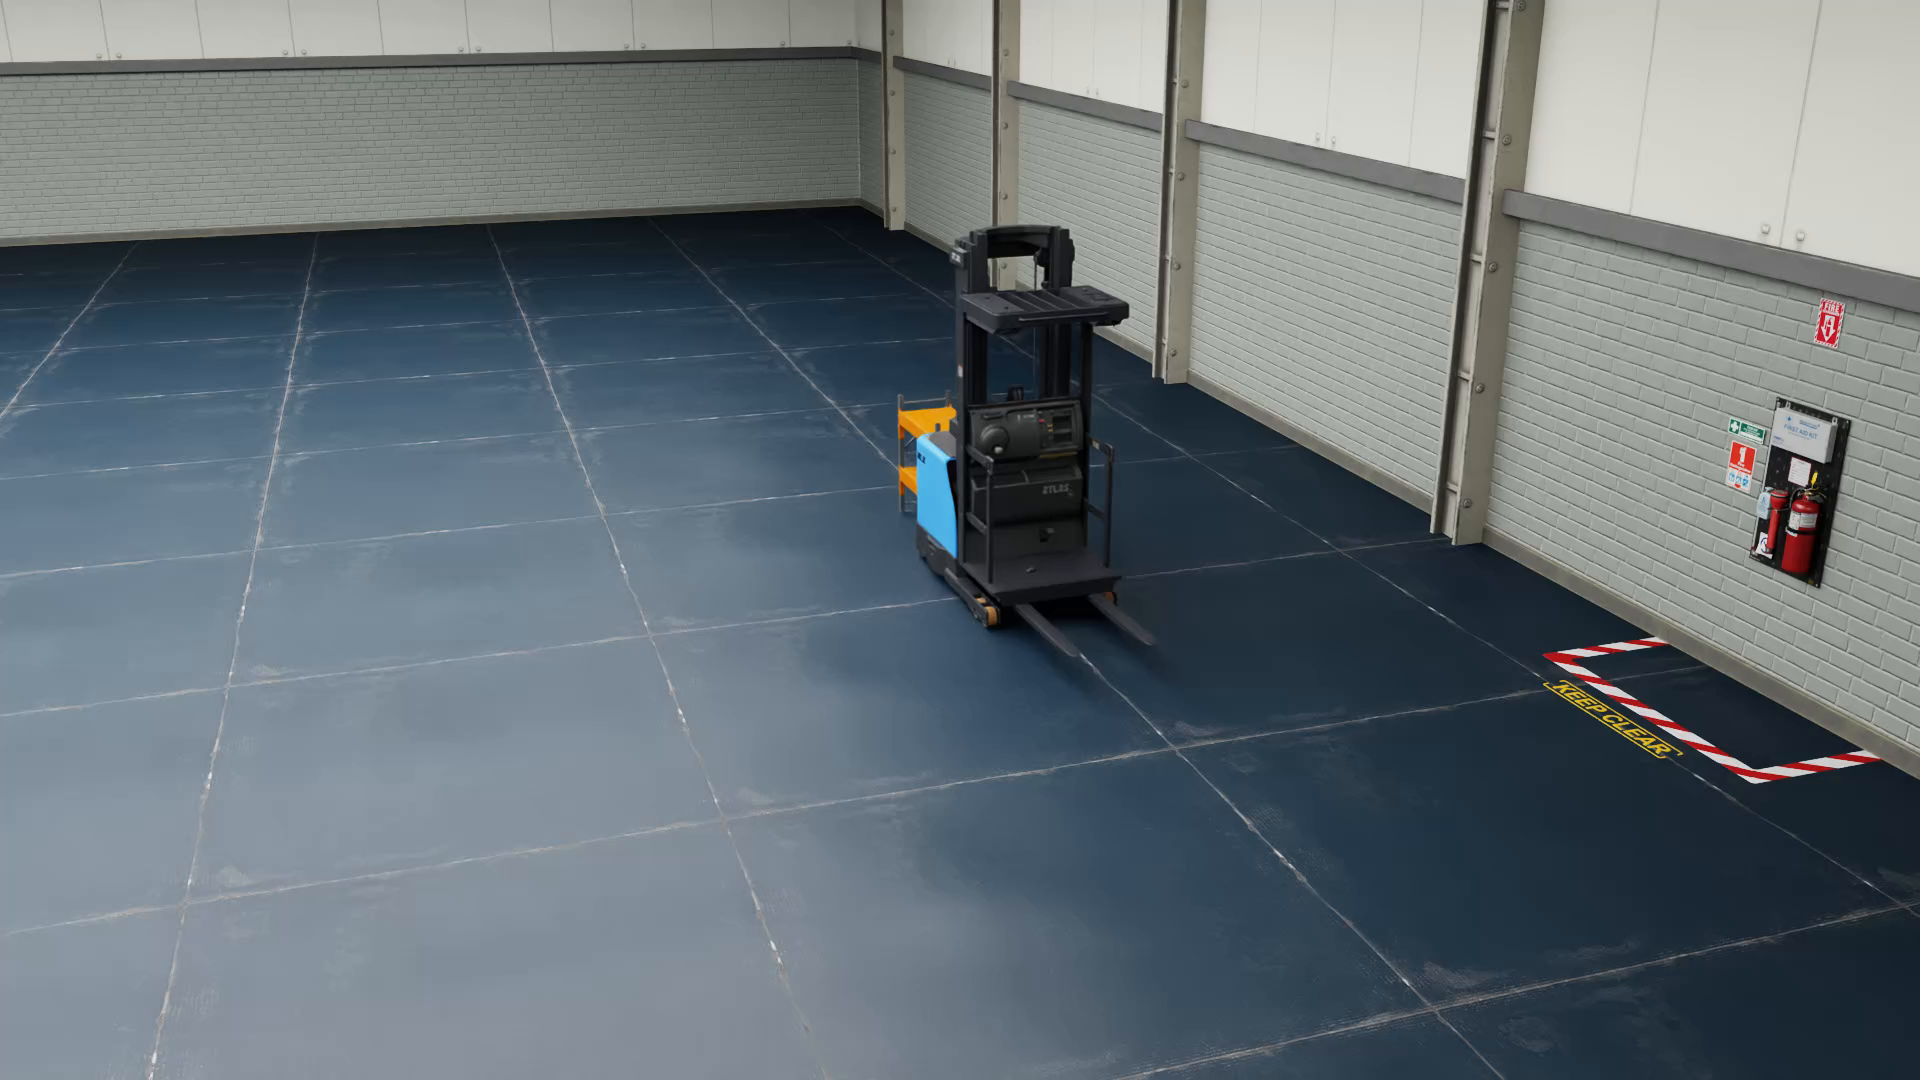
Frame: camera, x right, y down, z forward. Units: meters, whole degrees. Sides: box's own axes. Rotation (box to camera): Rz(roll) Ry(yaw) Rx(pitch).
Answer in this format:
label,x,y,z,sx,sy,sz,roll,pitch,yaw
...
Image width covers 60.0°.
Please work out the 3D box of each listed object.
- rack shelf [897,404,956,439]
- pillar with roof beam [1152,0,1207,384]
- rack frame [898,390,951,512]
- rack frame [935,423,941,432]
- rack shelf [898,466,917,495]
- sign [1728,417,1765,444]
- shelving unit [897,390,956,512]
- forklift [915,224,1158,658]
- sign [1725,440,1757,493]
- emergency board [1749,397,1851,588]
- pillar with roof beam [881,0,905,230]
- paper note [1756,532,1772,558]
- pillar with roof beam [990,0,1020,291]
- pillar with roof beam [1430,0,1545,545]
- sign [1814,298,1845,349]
label,x,y,z,sx,sy,sz,roll,pitch,yaw
rack shelf,-0.151,-0.934,14.862,0.538,0.278,1.000,-7,21,-19
pillar with roof beam,-1.527,-5.734,17.442,9.100,9.000,0.400,-6,21,-17
rack frame,-0.326,-0.820,15.410,0.500,1.125,0.032,-7,21,-19
rack frame,0.024,-0.497,14.512,0.500,1.125,0.032,-7,21,-19
rack shelf,-0.151,-0.429,15.044,0.538,0.278,1.000,-7,21,-19
sign,5.508,-0.766,11.650,0.001,0.109,0.331,-6,21,-17
shelving unit,-0.151,-0.659,14.961,0.538,1.125,1.048,-7,21,-19
forklift,0.598,-0.858,12.843,1.130,2.935,3.031,-7,21,-19
sign,5.515,-0.519,11.746,0.001,0.329,0.234,-6,21,-17
emergency board,5.591,-0.314,11.228,0.194,1.169,0.643,-6,21,-17
pillar with roof beam,-5.299,-9.585,28.163,9.100,9.000,0.400,-6,21,-17
paper note,5.601,0.037,11.555,0.016,0.148,0.142,-6,21,-17
pillar with roof beam,-3.413,-7.659,22.803,9.100,9.000,0.400,-6,21,-17
pillar with roof beam,0.359,-3.808,12.082,9.100,9.000,0.400,-6,21,-17
sign,5.683,-1.418,10.873,0.001,0.298,0.199,-6,21,-17
